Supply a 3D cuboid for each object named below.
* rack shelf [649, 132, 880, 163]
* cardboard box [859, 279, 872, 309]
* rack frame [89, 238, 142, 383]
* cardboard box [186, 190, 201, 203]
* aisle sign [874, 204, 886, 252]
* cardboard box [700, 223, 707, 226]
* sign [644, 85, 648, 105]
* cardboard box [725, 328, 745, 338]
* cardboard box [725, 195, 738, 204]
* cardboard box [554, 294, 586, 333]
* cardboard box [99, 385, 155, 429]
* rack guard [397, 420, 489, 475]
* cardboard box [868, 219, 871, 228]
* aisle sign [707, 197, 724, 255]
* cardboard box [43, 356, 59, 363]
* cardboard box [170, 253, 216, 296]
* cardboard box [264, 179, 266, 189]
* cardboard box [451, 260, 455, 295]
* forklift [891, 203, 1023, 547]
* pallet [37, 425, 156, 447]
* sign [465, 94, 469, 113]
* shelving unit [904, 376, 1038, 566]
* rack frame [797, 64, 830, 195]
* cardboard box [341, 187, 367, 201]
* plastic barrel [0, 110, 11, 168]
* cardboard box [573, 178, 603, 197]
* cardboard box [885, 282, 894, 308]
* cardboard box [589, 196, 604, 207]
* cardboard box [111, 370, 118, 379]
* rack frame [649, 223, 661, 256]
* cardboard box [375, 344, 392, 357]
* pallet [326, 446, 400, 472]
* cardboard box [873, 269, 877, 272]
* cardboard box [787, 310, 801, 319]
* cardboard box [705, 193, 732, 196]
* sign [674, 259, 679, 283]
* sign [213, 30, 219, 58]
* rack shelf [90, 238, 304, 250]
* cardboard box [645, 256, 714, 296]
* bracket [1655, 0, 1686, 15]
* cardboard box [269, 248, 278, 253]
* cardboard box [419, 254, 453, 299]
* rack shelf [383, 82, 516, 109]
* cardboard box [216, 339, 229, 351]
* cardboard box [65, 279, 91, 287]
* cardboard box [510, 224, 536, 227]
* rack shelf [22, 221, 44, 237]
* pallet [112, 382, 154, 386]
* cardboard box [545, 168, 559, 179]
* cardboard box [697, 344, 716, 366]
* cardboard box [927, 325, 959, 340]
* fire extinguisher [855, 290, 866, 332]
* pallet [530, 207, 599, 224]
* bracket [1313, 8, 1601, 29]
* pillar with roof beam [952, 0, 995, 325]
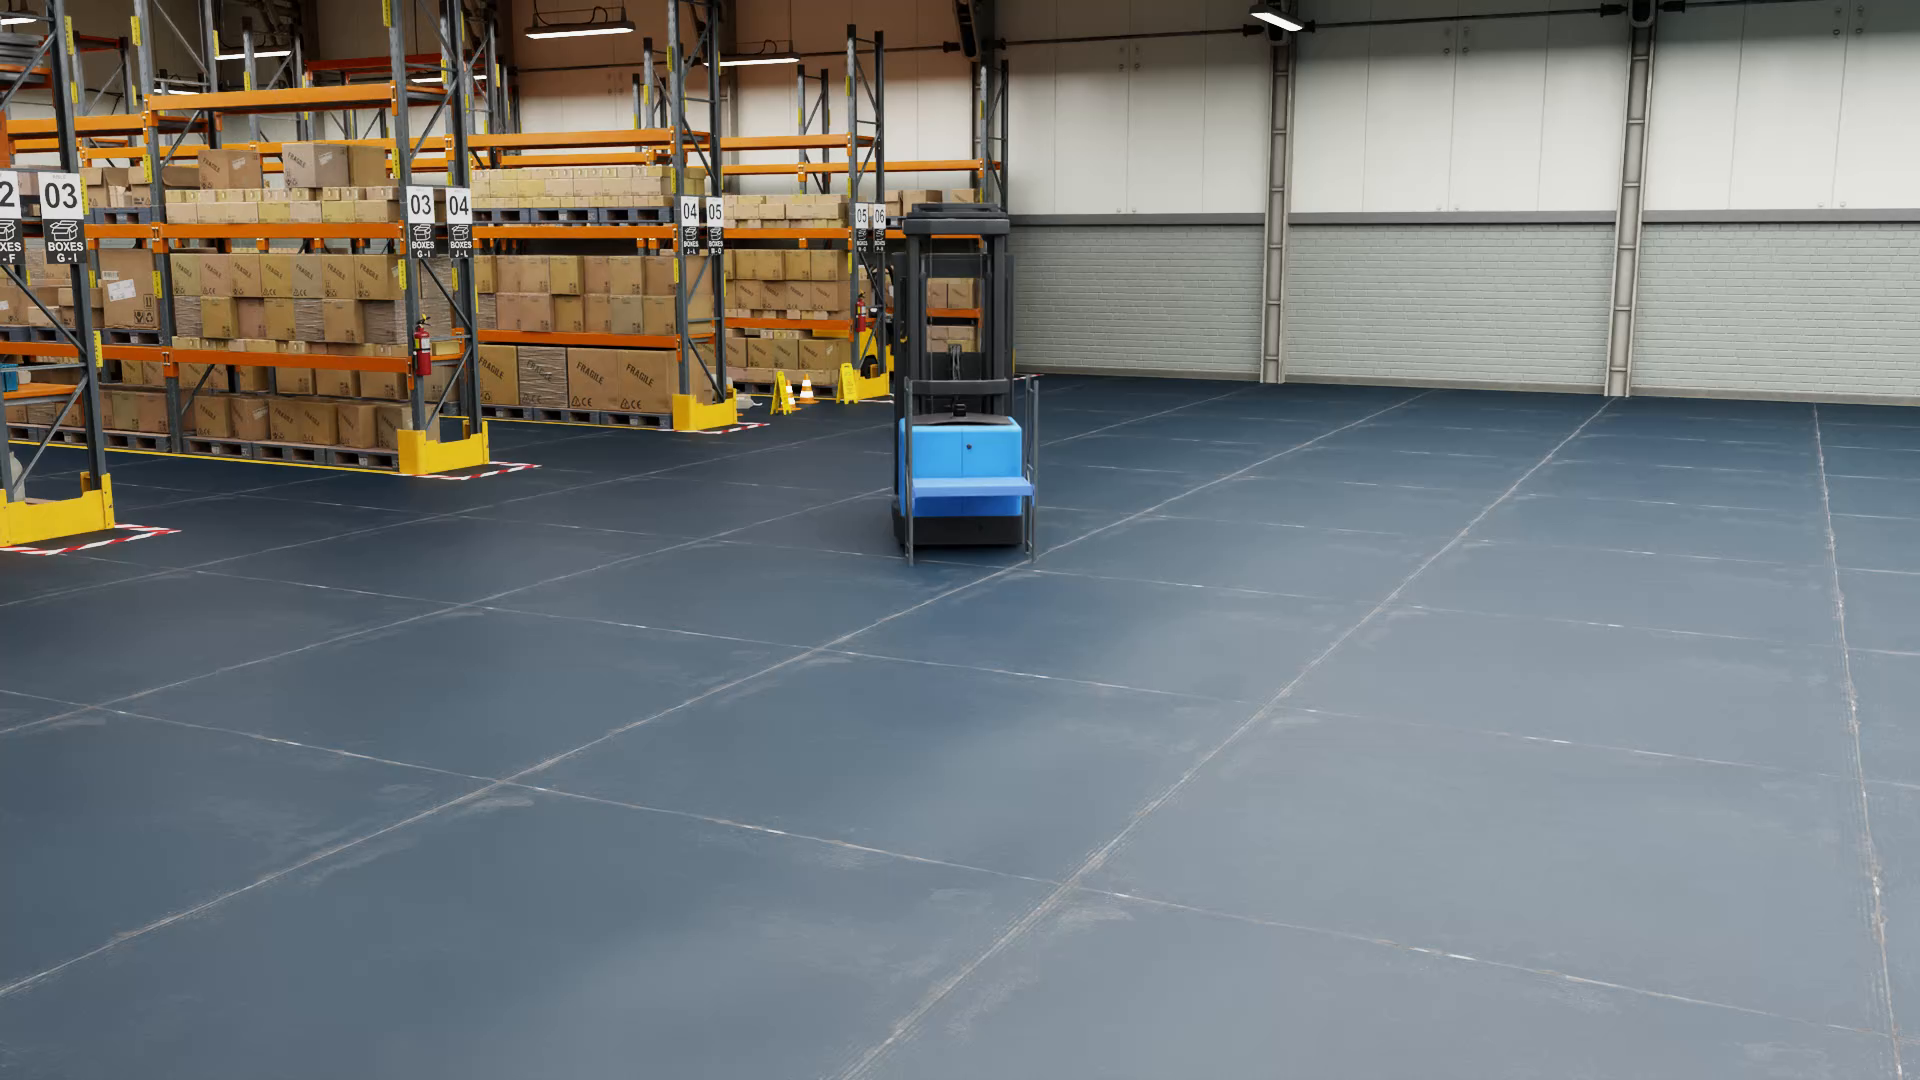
[{"bbox_3d":[-3.329,-6.644,28.199,4.000,0.370,1.077,5,11,26],"label":"rack shelf"},{"bbox_3d":[-1.838,-4.167,28.214,0.500,0.500,0.500,5,11,25],"label":"cardboard box"},{"bbox_3d":[-14.397,-4.037,28.611,0.127,3.000,1.000,5,11,26],"label":"rack frame"},{"bbox_3d":[-9.084,-4.135,20.036,0.250,0.149,0.380,4,11,23],"label":"cardboard box"},{"bbox_3d":[-1.343,-5.213,27.813,0.004,0.787,0.394,5,11,26],"label":"aisle sign"},{"bbox_3d":[-4.264,-5.436,28.625,0.250,0.149,0.380,5,12,28],"label":"cardboard box"},{"bbox_3d":[-5.363,-7.605,28.416,0.005,0.325,0.100,5,11,26],"label":"sign"},{"bbox_3d":[-3.923,-3.577,28.684,0.250,0.149,0.380,6,12,29],"label":"cardboard box"},{"bbox_3d":[-3.793,-5.779,28.280,0.250,0.149,0.380,5,11,25],"label":"cardboard box"},{"bbox_3d":[-5.431,-3.326,24.264,0.500,0.550,0.875,5,11,26],"label":"cardboard box"},{"bbox_3d":[-10.970,-1.745,21.732,0.500,0.500,0.700,4,11,21],"label":"cardboard box"},{"bbox_3d":[-5.989,-1.083,19.309,0.348,0.500,1.175,5,11,26],"label":"rack guard"},{"bbox_3d":[-1.690,-5.320,27.985,0.250,0.149,0.380,5,11,26],"label":"cardboard box"},{"bbox_3d":[-3.439,-4.413,23.389,0.004,0.787,0.394,5,11,26],"label":"aisle sign"},{"bbox_3d":[-15.786,-3.191,29.096,0.250,0.149,0.380,4,11,23],"label":"cardboard box"},{"bbox_3d":[-9.217,-3.234,20.250,0.500,0.500,0.500,5,11,26],"label":"cardboard box"},{"bbox_3d":[-11.288,-5.614,26.472,0.258,0.266,0.396,5,11,26],"label":"cardboard box"},{"bbox_3d":[-7.671,-3.986,25.241,0.500,0.500,0.700,5,11,25],"label":"cardboard box"},{"bbox_3d":[-0.074,-1.602,15.349,1.130,2.935,3.031,-1,10,-4],"label":"forklift"},{"bbox_3d":[-11.305,-1.407,21.911,1.213,0.211,1.003,5,11,26],"label":"pallet"},{"bbox_3d":[-8.952,-7.921,30.159,0.005,0.325,0.100,5,11,26],"label":"sign"},{"bbox_3d":[0.085,-0.577,13.706,1.048,1.500,0.538,-1,10,-5],"label":"shelving unit"},{"bbox_3d":[-2.930,-7.950,33.388,0.127,3.000,1.000,5,11,26],"label":"rack frame"},{"bbox_3d":[-6.783,-3.921,18.849,0.250,0.149,0.380,4,11,23],"label":"cardboard box"},{"bbox_3d":[-8.604,-3.428,14.439,0.708,0.830,0.600,5,11,26],"label":"plastic barrel"},{"bbox_3d":[-5.096,-4.969,23.464,0.500,0.250,0.500,5,11,25],"label":"cardboard box"},{"bbox_3d":[-1.277,-4.849,32.820,0.500,0.500,0.500,5,11,26],"label":"cardboard box"},{"bbox_3d":[-4.997,-4.752,23.384,0.250,0.149,0.380,5,11,25],"label":"cardboard box"},{"bbox_3d":[-14.820,-2.941,29.385,0.250,0.149,0.380,5,12,27],"label":"cardboard box"},{"bbox_3d":[-5.123,-4.205,29.540,0.127,3.000,1.000,5,11,26],"label":"rack frame"},{"bbox_3d":[-6.492,-2.192,19.127,0.250,0.149,0.380,5,11,26],"label":"cardboard box"},{"bbox_3d":[-6.702,-1.010,19.720,1.213,0.211,1.003,5,11,26],"label":"pallet"},{"bbox_3d":[-1.585,-5.351,32.937,0.250,0.149,0.380,5,11,26],"label":"cardboard box"},{"bbox_3d":[-2.707,-3.803,28.023,0.250,0.149,0.380,5,12,27],"label":"cardboard box"},{"bbox_3d":[-5.063,-6.918,34.367,0.500,0.500,0.500,5,12,27],"label":"cardboard box"},{"bbox_3d":[-3.888,-3.692,22.789,0.005,0.325,0.100,5,11,26],"label":"sign"},{"bbox_3d":[-9.251,-6.158,20.641,0.005,0.325,0.100,5,11,26],"label":"sign"},{"bbox_3d":[-12.603,-5.001,27.537,4.000,0.370,1.077,5,11,26],"label":"rack shelf"},{"bbox_3d":[-3.951,-3.732,23.472,0.550,0.550,0.875,5,11,26],"label":"cardboard box"},{"bbox_3d":[11.408,-8.570,26.705,0.430,0.232,0.235,5,11,26],"label":"bracket"},{"bbox_3d":[-13.597,-5.759,33.220,0.250,0.149,0.380,5,11,25],"label":"cardboard box"},{"bbox_3d":[-6.293,-3.081,19.409,0.500,0.500,0.500,5,11,26],"label":"cardboard box"},{"bbox_3d":[-11.898,-10.019,37.510,4.000,0.370,1.077,5,11,26],"label":"rack shelf"},{"bbox_3d":[-8.765,-2.378,20.153,0.250,0.149,0.380,5,11,26],"label":"cardboard box"},{"bbox_3d":[-14.956,-4.225,28.537,0.500,0.500,0.500,5,11,26],"label":"cardboard box"},{"bbox_3d":[-7.865,-5.969,30.584,0.500,0.500,0.700,5,11,26],"label":"cardboard box"},{"bbox_3d":[-9.906,-2.795,15.350,4.000,0.370,1.077,5,11,26],"label":"rack shelf"},{"bbox_3d":[-13.698,-2.603,28.522,1.213,0.211,1.003,5,11,26],"label":"pallet"},{"bbox_3d":[-5.682,-5.204,23.645,0.250,0.149,0.380,5,11,26],"label":"cardboard box"},{"bbox_3d":[-4.228,-3.297,28.963,0.500,0.500,0.500,6,12,28],"label":"cardboard box"},{"bbox_3d":[-0.354,-4.054,32.441,0.500,0.250,0.500,5,12,27],"label":"cardboard box"},{"bbox_3d":[-1.637,-3.769,27.349,0.183,0.674,0.296,5,11,26],"label":"fire extinguisher"},{"bbox_3d":[-5.404,-4.676,23.971,1.213,0.211,1.003,5,11,26],"label":"pallet"},{"bbox_3d":[8.353,-8.838,28.188,4.783,0.066,0.076,5,11,26],"label":"bracket"},{"bbox_3d":[-1.473,-7.146,28.946,0.548,9.000,9.100,5,11,26],"label":"pillar with roof beam"}]
